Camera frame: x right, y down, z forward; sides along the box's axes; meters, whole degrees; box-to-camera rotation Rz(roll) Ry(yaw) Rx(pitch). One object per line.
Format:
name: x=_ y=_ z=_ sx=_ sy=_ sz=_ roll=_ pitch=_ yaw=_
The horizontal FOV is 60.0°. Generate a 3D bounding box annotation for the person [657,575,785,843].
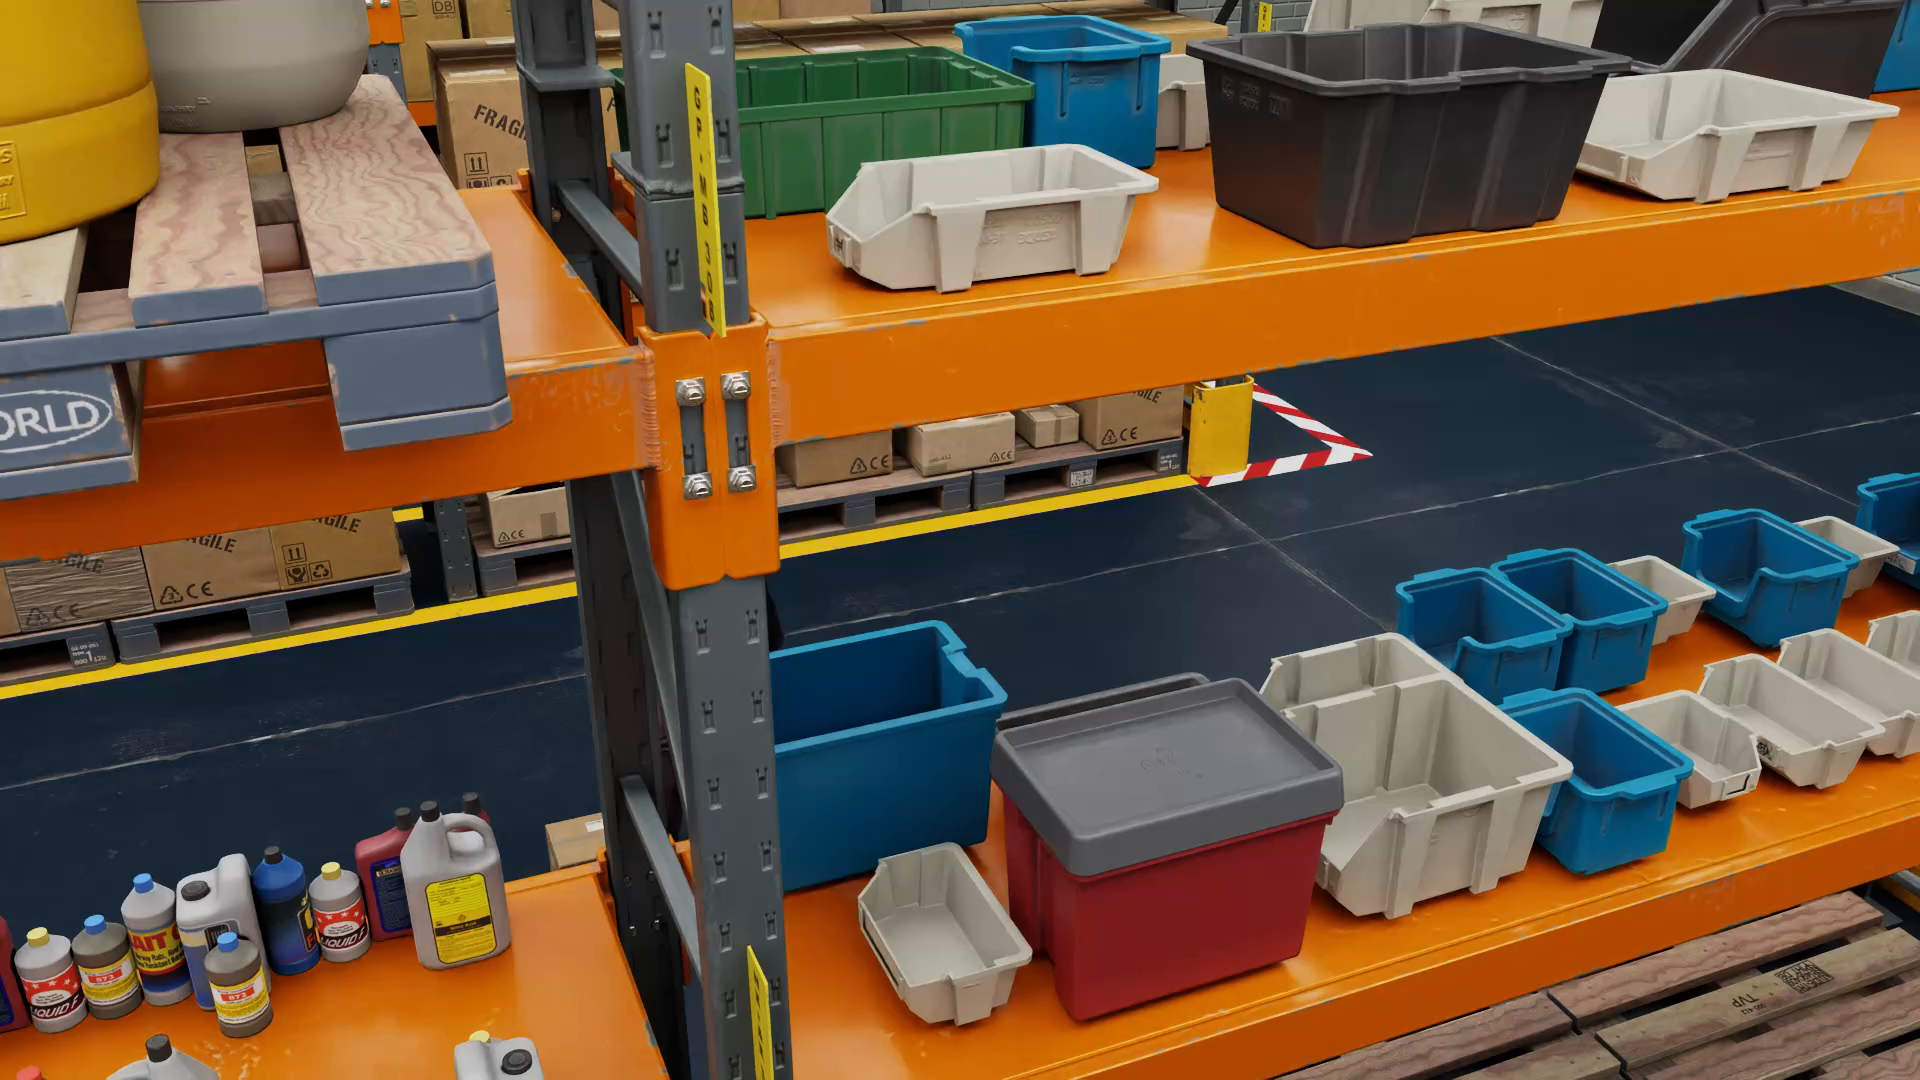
person: x=-0.773 y=0.376 z=5.381 sx=0.927 sy=1.691 sz=0.640 roll=-13 pitch=29 yaw=-25
